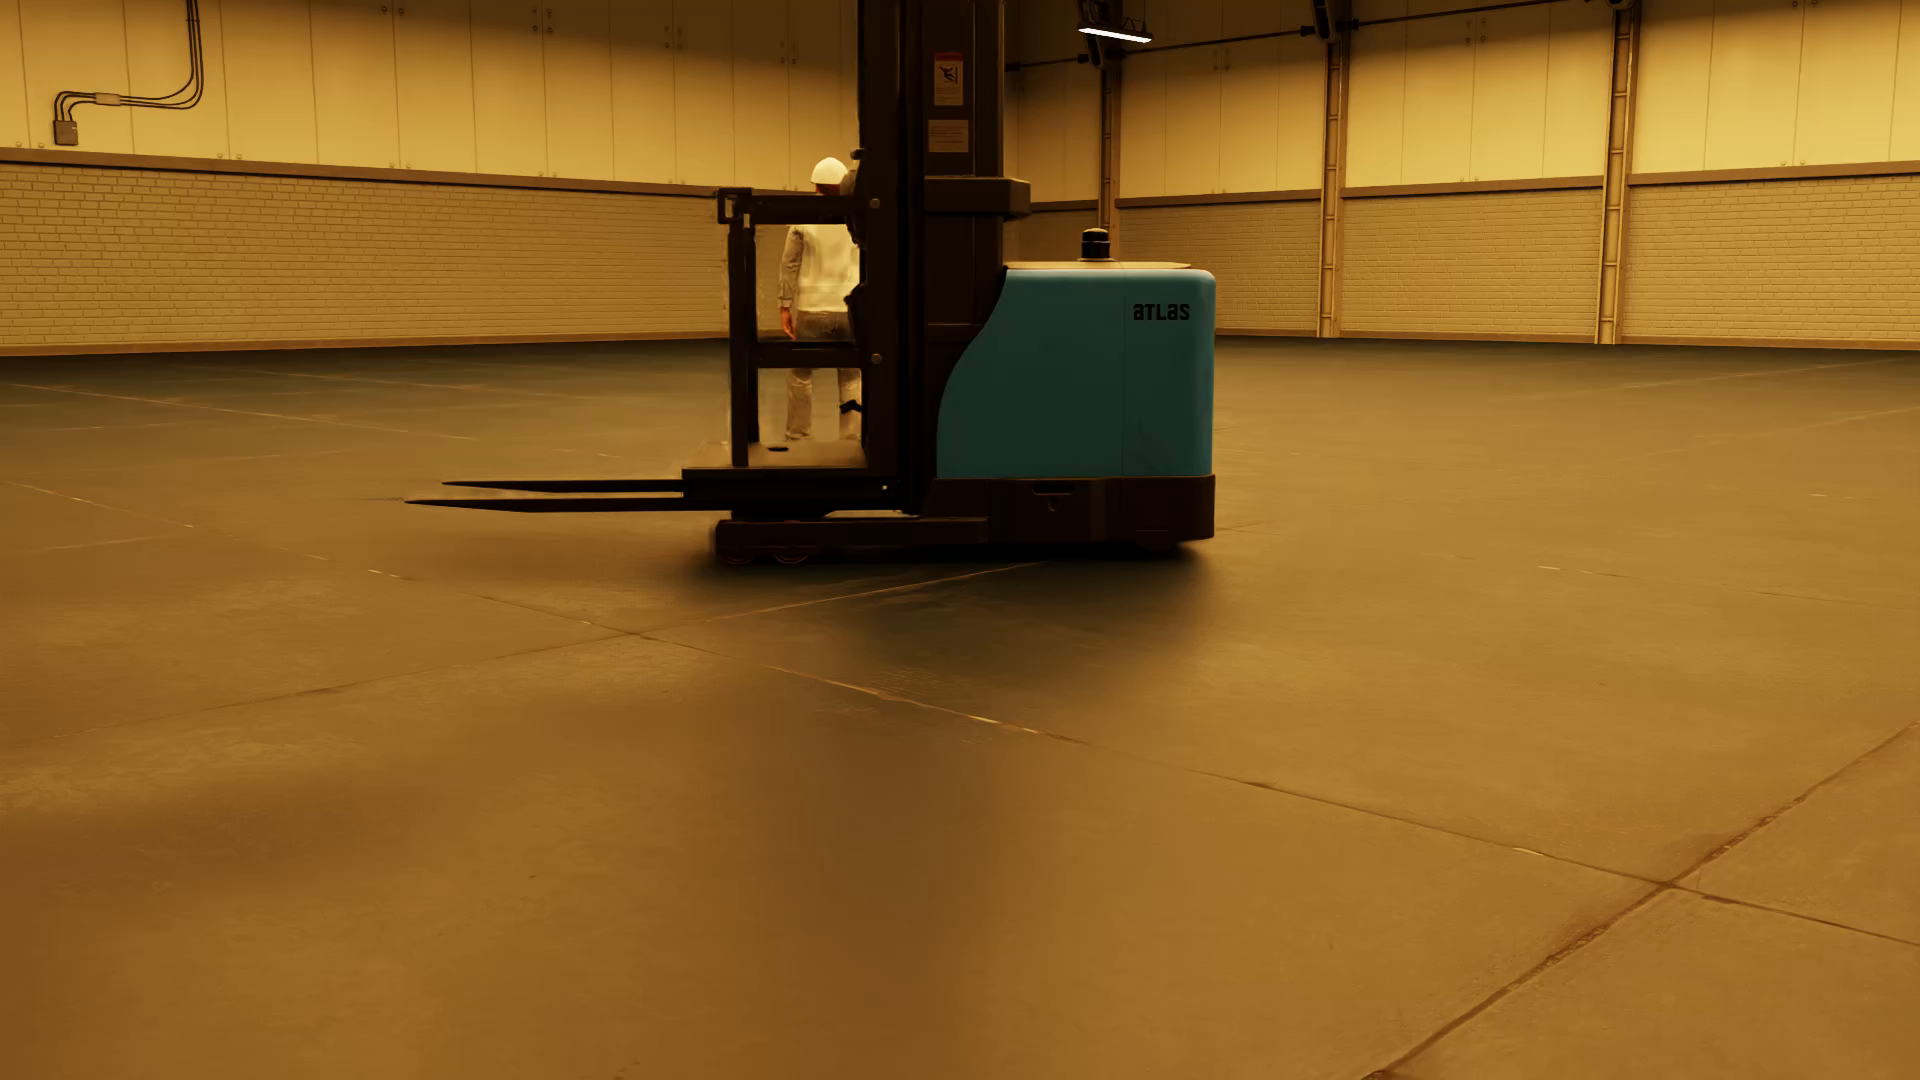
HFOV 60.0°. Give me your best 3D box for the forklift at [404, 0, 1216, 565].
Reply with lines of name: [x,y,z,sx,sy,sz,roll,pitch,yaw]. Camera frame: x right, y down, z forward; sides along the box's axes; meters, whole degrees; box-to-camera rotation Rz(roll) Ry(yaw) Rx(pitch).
forklift: [-0.579,-1.439,6.429,3.031,2.935,1.130,-1,9,-5]

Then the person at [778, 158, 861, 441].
person: [-0.755,-1.308,9.736,0.631,1.817,0.540,-2,9,-11]
